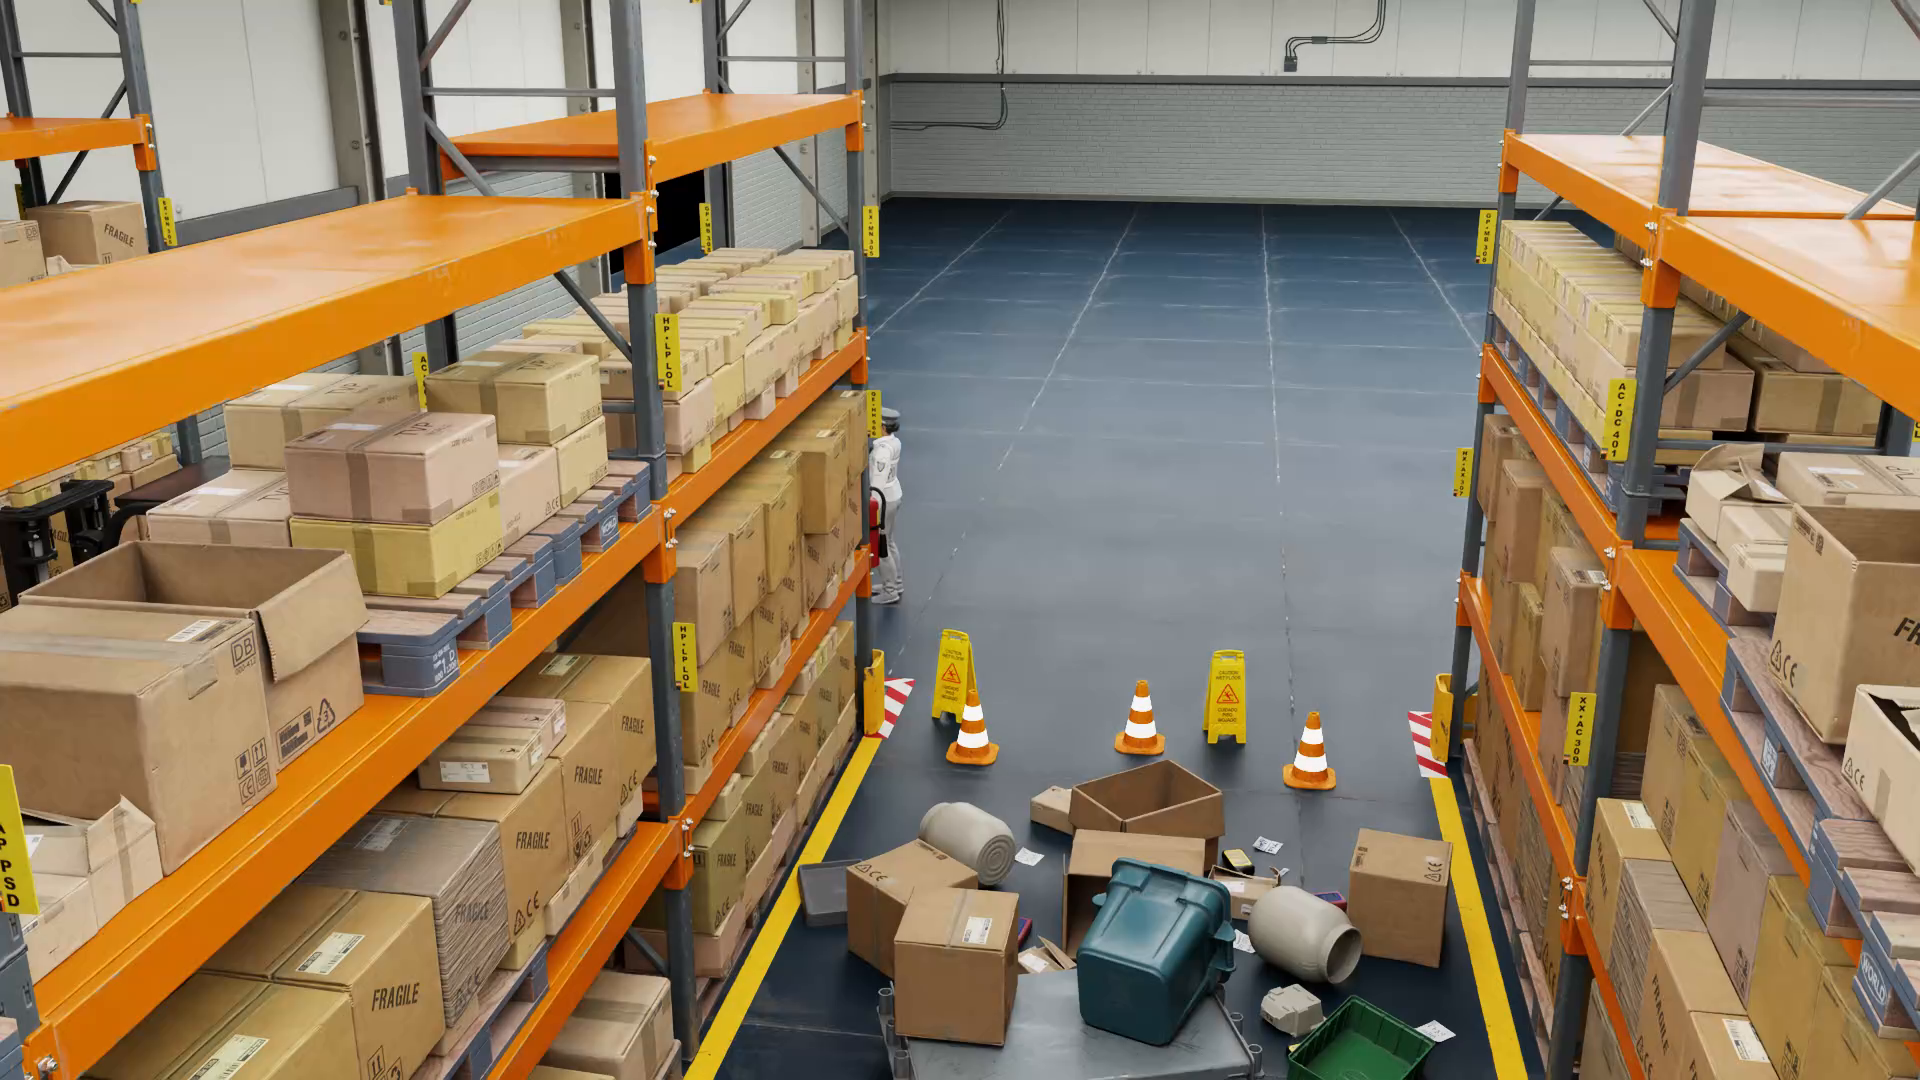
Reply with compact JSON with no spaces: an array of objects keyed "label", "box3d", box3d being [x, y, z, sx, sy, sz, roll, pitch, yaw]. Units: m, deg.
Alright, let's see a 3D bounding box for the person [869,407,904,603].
[{"label":"person","box3d":[-0.659,-0.291,13.973,0.329,1.687,0.468,3,18,10]}]
